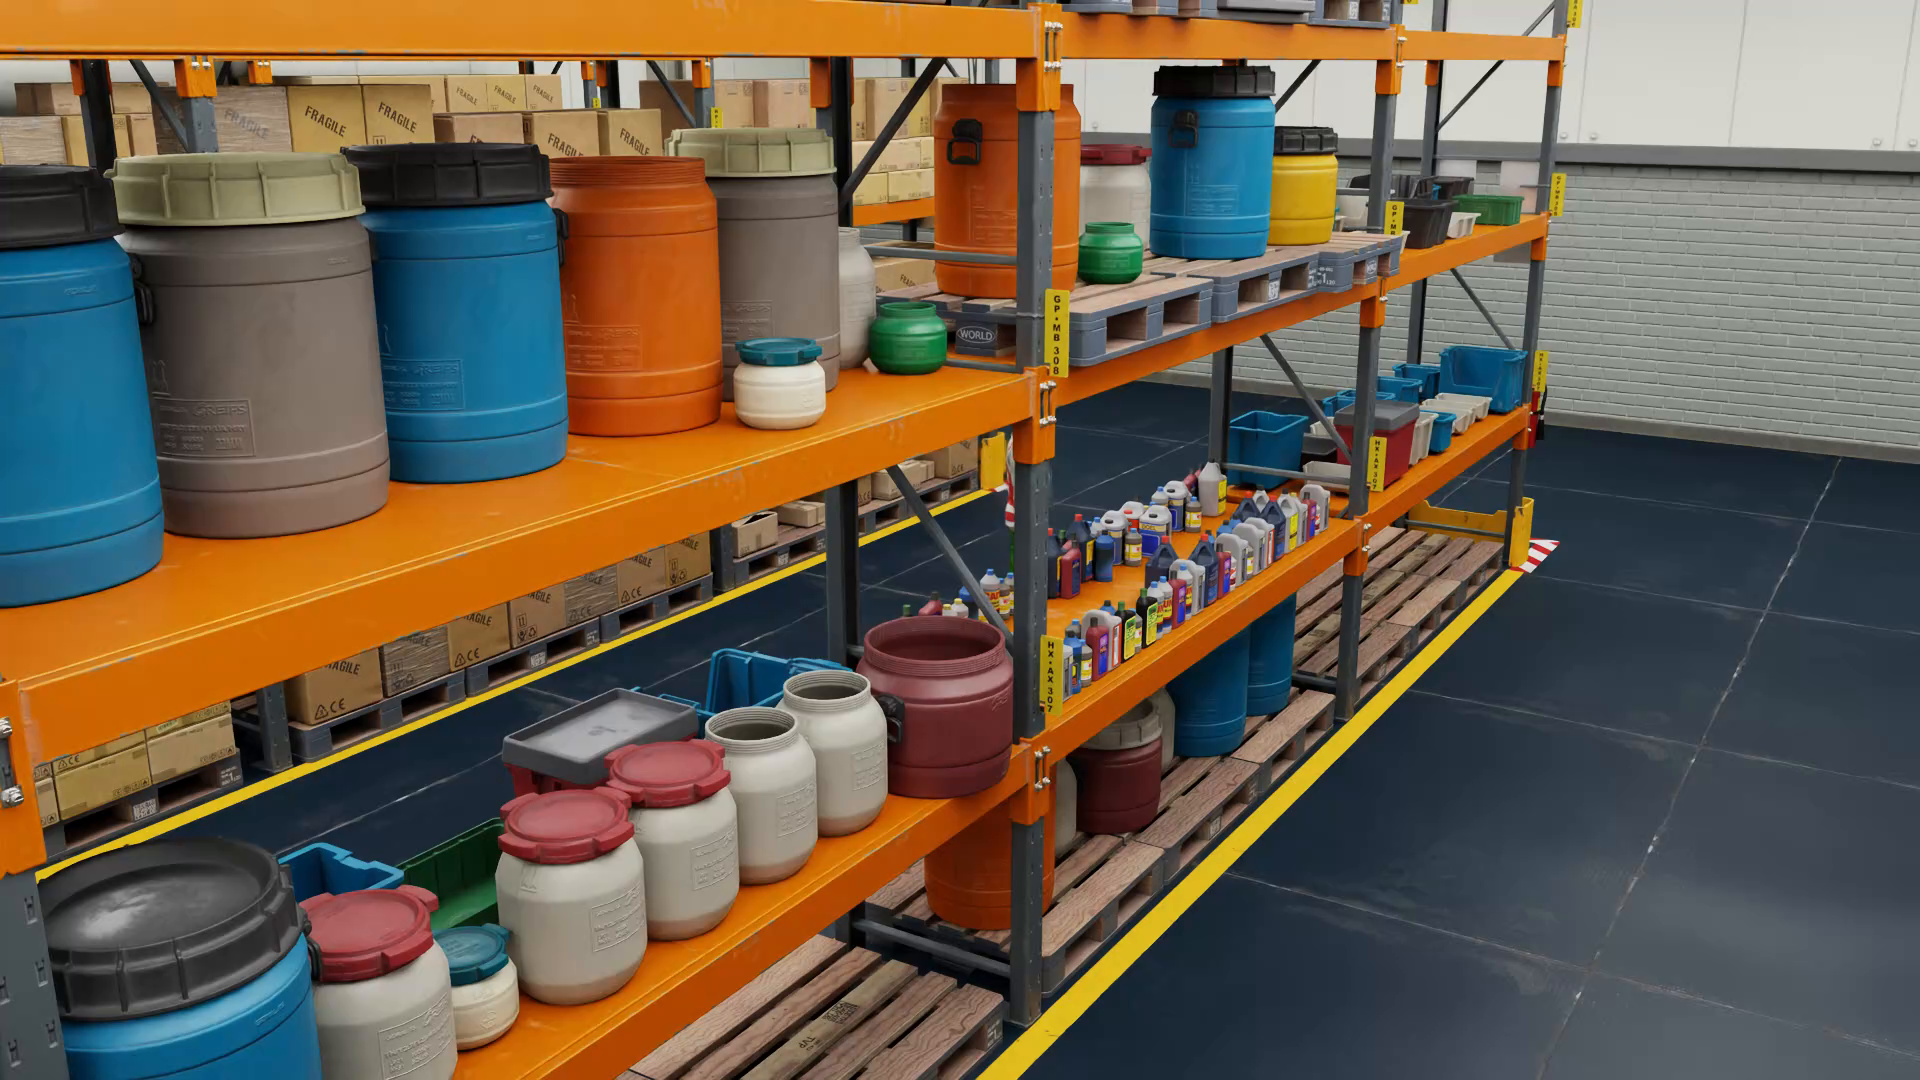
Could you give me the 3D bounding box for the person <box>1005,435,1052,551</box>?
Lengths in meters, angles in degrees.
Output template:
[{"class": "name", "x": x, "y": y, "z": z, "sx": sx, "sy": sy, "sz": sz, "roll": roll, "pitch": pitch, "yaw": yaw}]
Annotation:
[{"class": "person", "x": 0.443, "y": -0.095, "z": 11.289, "sx": 0.621, "sy": 1.796, "sz": 0.560, "roll": 2, "pitch": 16, "yaw": 8}]
